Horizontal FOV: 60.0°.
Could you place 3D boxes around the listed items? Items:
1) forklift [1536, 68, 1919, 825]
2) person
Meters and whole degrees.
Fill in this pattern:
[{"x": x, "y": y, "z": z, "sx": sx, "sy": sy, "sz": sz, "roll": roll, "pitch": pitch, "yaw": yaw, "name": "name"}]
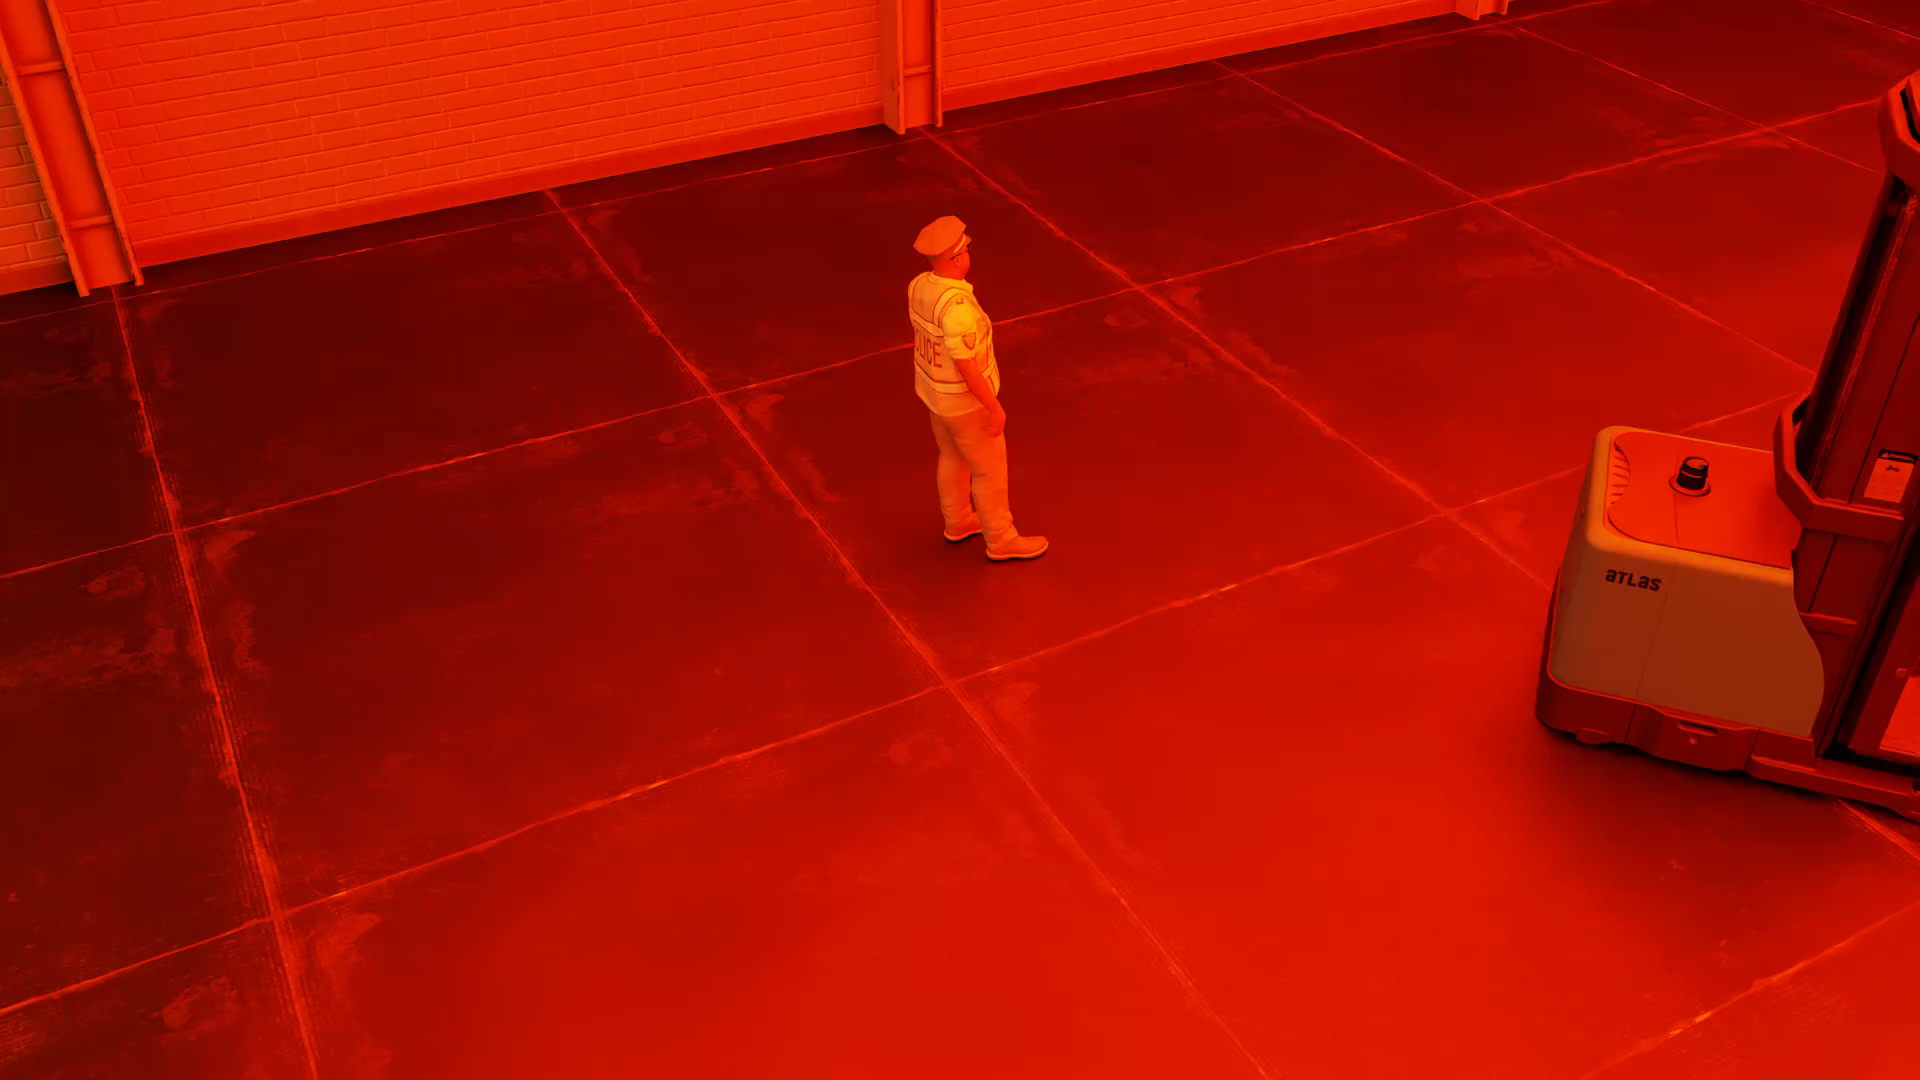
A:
[{"x": 4.150, "y": -0.302, "z": 6.550, "sx": 3.031, "sy": 2.935, "sz": 1.130, "roll": 12, "pitch": 37, "yaw": 16, "name": "forklift"}, {"x": 0.074, "y": -0.749, "z": 8.165, "sx": 0.574, "sy": 1.780, "sz": 0.641, "roll": -17, "pitch": 39, "yaw": -23, "name": "person"}]
